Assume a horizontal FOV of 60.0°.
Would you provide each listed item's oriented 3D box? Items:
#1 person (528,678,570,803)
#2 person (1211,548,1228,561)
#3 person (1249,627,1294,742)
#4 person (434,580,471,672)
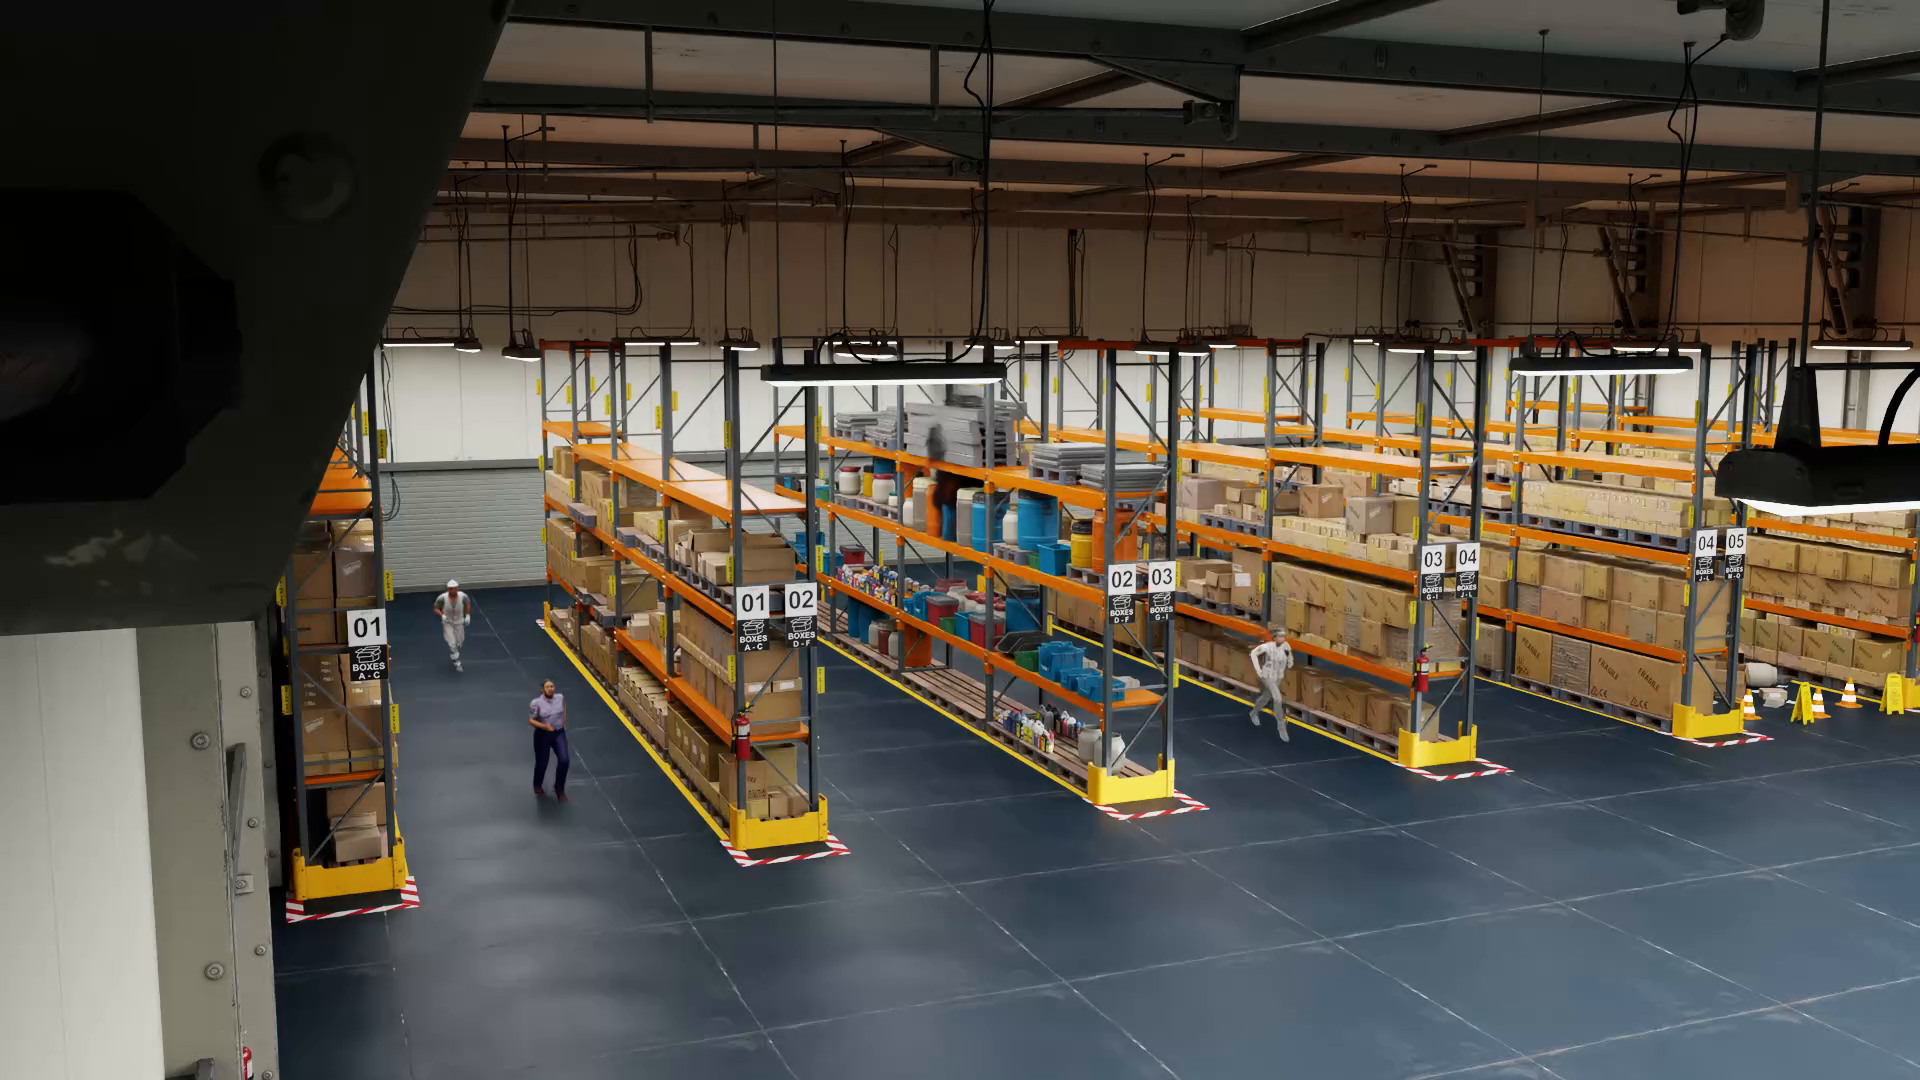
[{"bbox_3d":[-5.472,2.664,22.156,0.555,1.697,0.760,-4,8,-28],"label":"person"},{"bbox_3d":[6.748,-0.095,42.921,0.559,1.722,0.703,-5,9,-35],"label":"person"},{"bbox_3d":[4.715,2.116,25.159,0.614,1.703,0.958,-4,8,-28],"label":"person"},{"bbox_3d":[-9.285,1.549,30.450,0.655,1.711,0.801,-3,8,-20],"label":"person"}]
